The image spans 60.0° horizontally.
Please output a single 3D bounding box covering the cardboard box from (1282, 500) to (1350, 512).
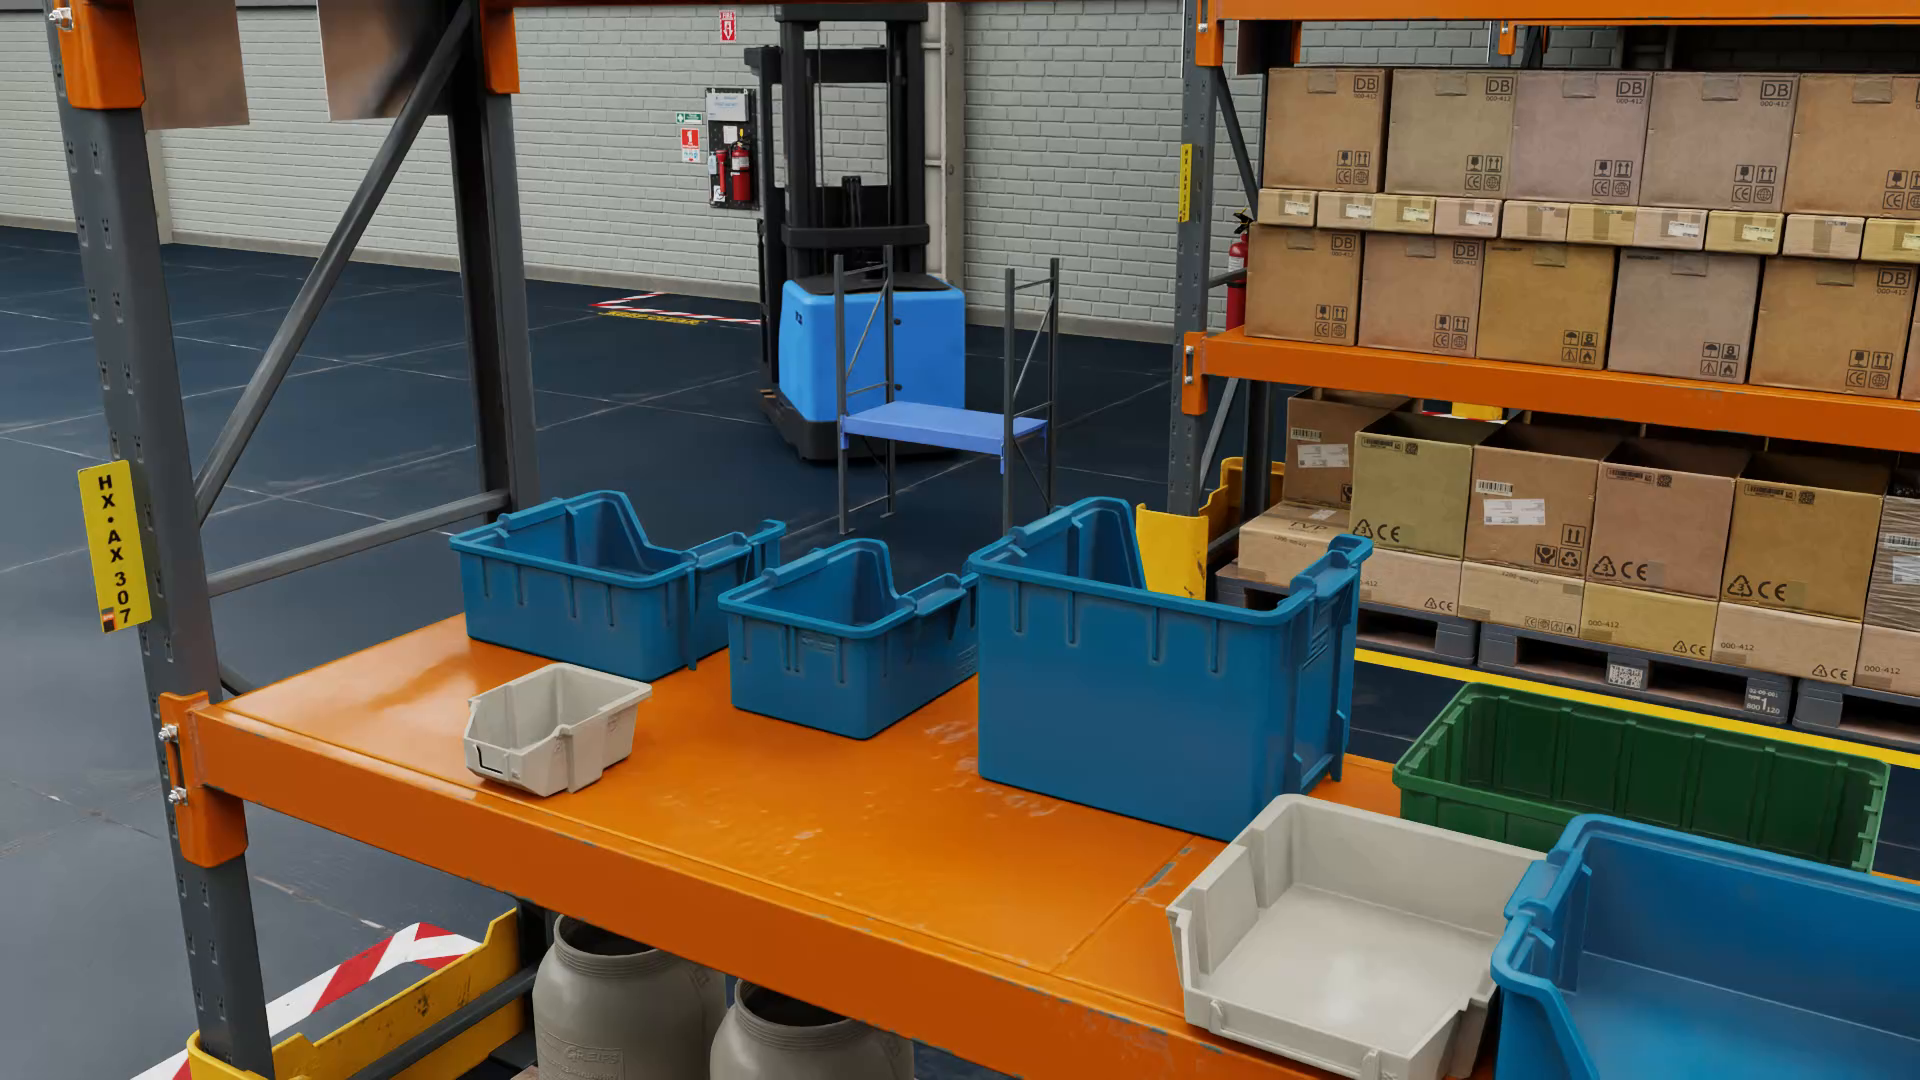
[{"bbox_3d":[1.873,-0.093,8.035,0.500,0.250,0.500,10,20,30],"label":"cardboard box"}]

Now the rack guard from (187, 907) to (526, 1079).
[{"bbox_3d":[-1.244,1.206,4.051,0.348,0.500,1.175,10,20,30],"label":"rack guard"}]

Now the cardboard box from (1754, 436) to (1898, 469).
[{"bbox_3d":[3.587,-0.152,6.939,0.500,0.500,0.500,10,20,30],"label":"cardboard box"}]

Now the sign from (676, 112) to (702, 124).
[{"bbox_3d":[-2.716,-4.227,16.662,0.331,0.109,0.001,10,20,30],"label":"sign"}]

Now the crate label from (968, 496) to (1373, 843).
[{"bbox_3d":[0.376,0.206,2.981,0.616,0.435,0.502,10,20,30],"label":"crate label"}]

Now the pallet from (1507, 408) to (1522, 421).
[{"bbox_3d":[4.590,-0.965,11.696,1.213,0.211,1.003,10,20,30],"label":"pallet"}]

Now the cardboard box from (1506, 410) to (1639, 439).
[{"bbox_3d":[2.734,-0.304,7.439,0.500,0.500,0.500,10,20,30],"label":"cardboard box"}]

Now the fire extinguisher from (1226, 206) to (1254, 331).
[{"bbox_3d":[1.404,-1.312,8.173,0.183,0.674,0.296,10,20,30],"label":"fire extinguisher"}]

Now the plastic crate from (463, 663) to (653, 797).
[{"bbox_3d":[-0.739,0.352,3.015,0.250,0.136,0.298,10,20,30],"label":"plastic crate"}]

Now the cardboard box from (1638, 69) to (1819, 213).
[{"bbox_3d":[3.006,-1.571,6.489,0.500,0.500,0.700,10,20,30],"label":"cardboard box"}]

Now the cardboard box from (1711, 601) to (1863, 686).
[{"bbox_3d":[3.306,0.340,6.610,0.500,0.250,0.500,10,20,30],"label":"cardboard box"}]

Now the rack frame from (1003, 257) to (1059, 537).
[{"bbox_3d":[0.360,-0.653,8.451,0.032,1.500,0.500,10,20,30],"label":"rack frame"}]

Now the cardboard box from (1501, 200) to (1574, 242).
[{"bbox_3d":[2.364,-1.305,6.727,0.250,0.149,0.380,9,19,28],"label":"cardboard box"}]

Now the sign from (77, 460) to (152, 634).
[{"bbox_3d":[-1.625,0.013,3.200,0.005,0.325,0.100,10,20,30],"label":"sign"}]

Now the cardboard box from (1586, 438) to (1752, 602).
[{"bbox_3d":[2.879,-0.095,6.750,0.500,0.500,0.500,10,20,30],"label":"cardboard box"}]

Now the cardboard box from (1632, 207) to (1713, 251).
[{"bbox_3d":[2.793,-1.227,6.473,0.250,0.149,0.380,10,20,31],"label":"cardboard box"}]

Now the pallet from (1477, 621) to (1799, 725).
[{"bbox_3d":[2.971,0.410,7.169,1.213,0.211,1.003,10,20,30],"label":"pallet"}]

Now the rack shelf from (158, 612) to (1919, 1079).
[{"bbox_3d":[0.371,0.659,2.790,4.000,0.370,1.077,10,20,30],"label":"rack shelf"}]

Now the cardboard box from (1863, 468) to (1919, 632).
[{"bbox_3d":[3.741,0.053,6.264,0.500,0.500,0.500,10,20,30],"label":"cardboard box"}]

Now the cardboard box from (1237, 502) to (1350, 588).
[{"bbox_3d":[1.602,0.035,7.613,0.500,0.250,0.500,10,20,30],"label":"cardboard box"}]

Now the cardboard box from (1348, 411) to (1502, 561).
[{"bbox_3d":[2.029,-0.248,7.255,0.500,0.500,0.500,10,20,30],"label":"cardboard box"}]

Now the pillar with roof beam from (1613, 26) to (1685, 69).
[{"bbox_3d":[2.647,-4.356,7.737,0.400,9.000,9.100,10,20,30],"label":"pillar with roof beam"}]

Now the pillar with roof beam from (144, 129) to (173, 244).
[{"bbox_3d":[-12.691,-7.094,16.751,0.400,9.000,9.100,10,20,30],"label":"pillar with roof beam"}]

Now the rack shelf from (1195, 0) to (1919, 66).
[{"bbox_3d":[2.966,-2.003,6.391,4.000,0.370,1.077,10,20,30],"label":"rack shelf"}]

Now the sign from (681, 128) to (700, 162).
[{"bbox_3d":[-2.715,-3.976,16.748,0.234,0.329,0.001,10,20,30],"label":"sign"}]

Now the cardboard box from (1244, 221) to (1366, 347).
[{"bbox_3d":[1.653,-1.190,7.465,0.500,0.500,0.700,10,20,30],"label":"cardboard box"}]

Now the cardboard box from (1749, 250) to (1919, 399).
[{"bbox_3d":[3.411,-0.877,6.437,0.500,0.500,0.700,10,20,31],"label":"cardboard box"}]

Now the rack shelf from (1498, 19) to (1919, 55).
[{"bbox_3d":[5.555,-3.230,10.432,4.000,0.370,1.077,10,20,30],"label":"rack shelf"}]

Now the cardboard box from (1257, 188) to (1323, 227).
[{"bbox_3d":[1.484,-1.461,7.243,0.250,0.149,0.380,10,20,30],"label":"cardboard box"}]

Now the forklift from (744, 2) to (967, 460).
[{"bbox_3d":[-0.836,-2.284,11.358,1.130,2.935,3.031,-5,17,-15],"label":"forklift"}]

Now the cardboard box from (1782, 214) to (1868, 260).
[{"bbox_3d":[3.245,-1.148,6.211,0.250,0.149,0.380,11,20,32],"label":"cardboard box"}]

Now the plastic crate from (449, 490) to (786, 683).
[{"bbox_3d":[-0.750,0.083,3.702,0.616,0.251,0.499,10,20,30],"label":"plastic crate"}]

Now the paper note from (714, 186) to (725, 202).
[{"bbox_3d":[-2.413,-3.472,16.665,0.142,0.148,0.016,10,20,30],"label":"paper note"}]

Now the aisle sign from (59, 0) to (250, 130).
[{"bbox_3d":[-1.548,-1.172,3.106,0.004,0.787,0.394,10,20,30],"label":"aisle sign"}]

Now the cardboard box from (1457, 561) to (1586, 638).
[{"bbox_3d":[2.456,0.187,7.114,0.500,0.250,0.500,10,20,30],"label":"cardboard box"}]

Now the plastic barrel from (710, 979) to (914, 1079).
[{"bbox_3d":[-0.306,1.157,3.469,0.421,0.512,0.421,0,17,0],"label":"plastic barrel"}]

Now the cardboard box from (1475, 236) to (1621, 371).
[{"bbox_3d":[2.523,-1.034,6.953,0.500,0.500,0.700,10,20,30],"label":"cardboard box"}]

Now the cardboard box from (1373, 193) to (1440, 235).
[{"bbox_3d":[1.922,-1.384,6.987,0.250,0.149,0.380,10,20,30],"label":"cardboard box"}]

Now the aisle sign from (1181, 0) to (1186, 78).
[{"bbox_3d":[1.046,-2.394,7.129,0.004,0.787,0.394,10,20,30],"label":"aisle sign"}]

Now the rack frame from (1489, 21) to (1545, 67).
[{"bbox_3d":[3.851,-2.444,11.765,0.127,3.000,1.000,10,20,30],"label":"rack frame"}]

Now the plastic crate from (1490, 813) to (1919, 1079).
[{"bbox_3d":[0.990,0.589,2.038,0.616,0.251,0.499,10,20,30],"label":"plastic crate"}]

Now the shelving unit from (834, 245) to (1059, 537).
[{"bbox_3d":[-0.073,-0.731,8.706,1.048,1.500,0.538,10,20,30],"label":"shelving unit"}]

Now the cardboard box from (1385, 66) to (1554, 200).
[{"bbox_3d":[2.149,-1.724,6.991,0.500,0.500,0.700,10,19,29],"label":"cardboard box"}]

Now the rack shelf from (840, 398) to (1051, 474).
[{"bbox_3d":[-0.073,-0.558,8.758,1.000,0.185,0.538,10,20,30],"label":"rack shelf"}]
